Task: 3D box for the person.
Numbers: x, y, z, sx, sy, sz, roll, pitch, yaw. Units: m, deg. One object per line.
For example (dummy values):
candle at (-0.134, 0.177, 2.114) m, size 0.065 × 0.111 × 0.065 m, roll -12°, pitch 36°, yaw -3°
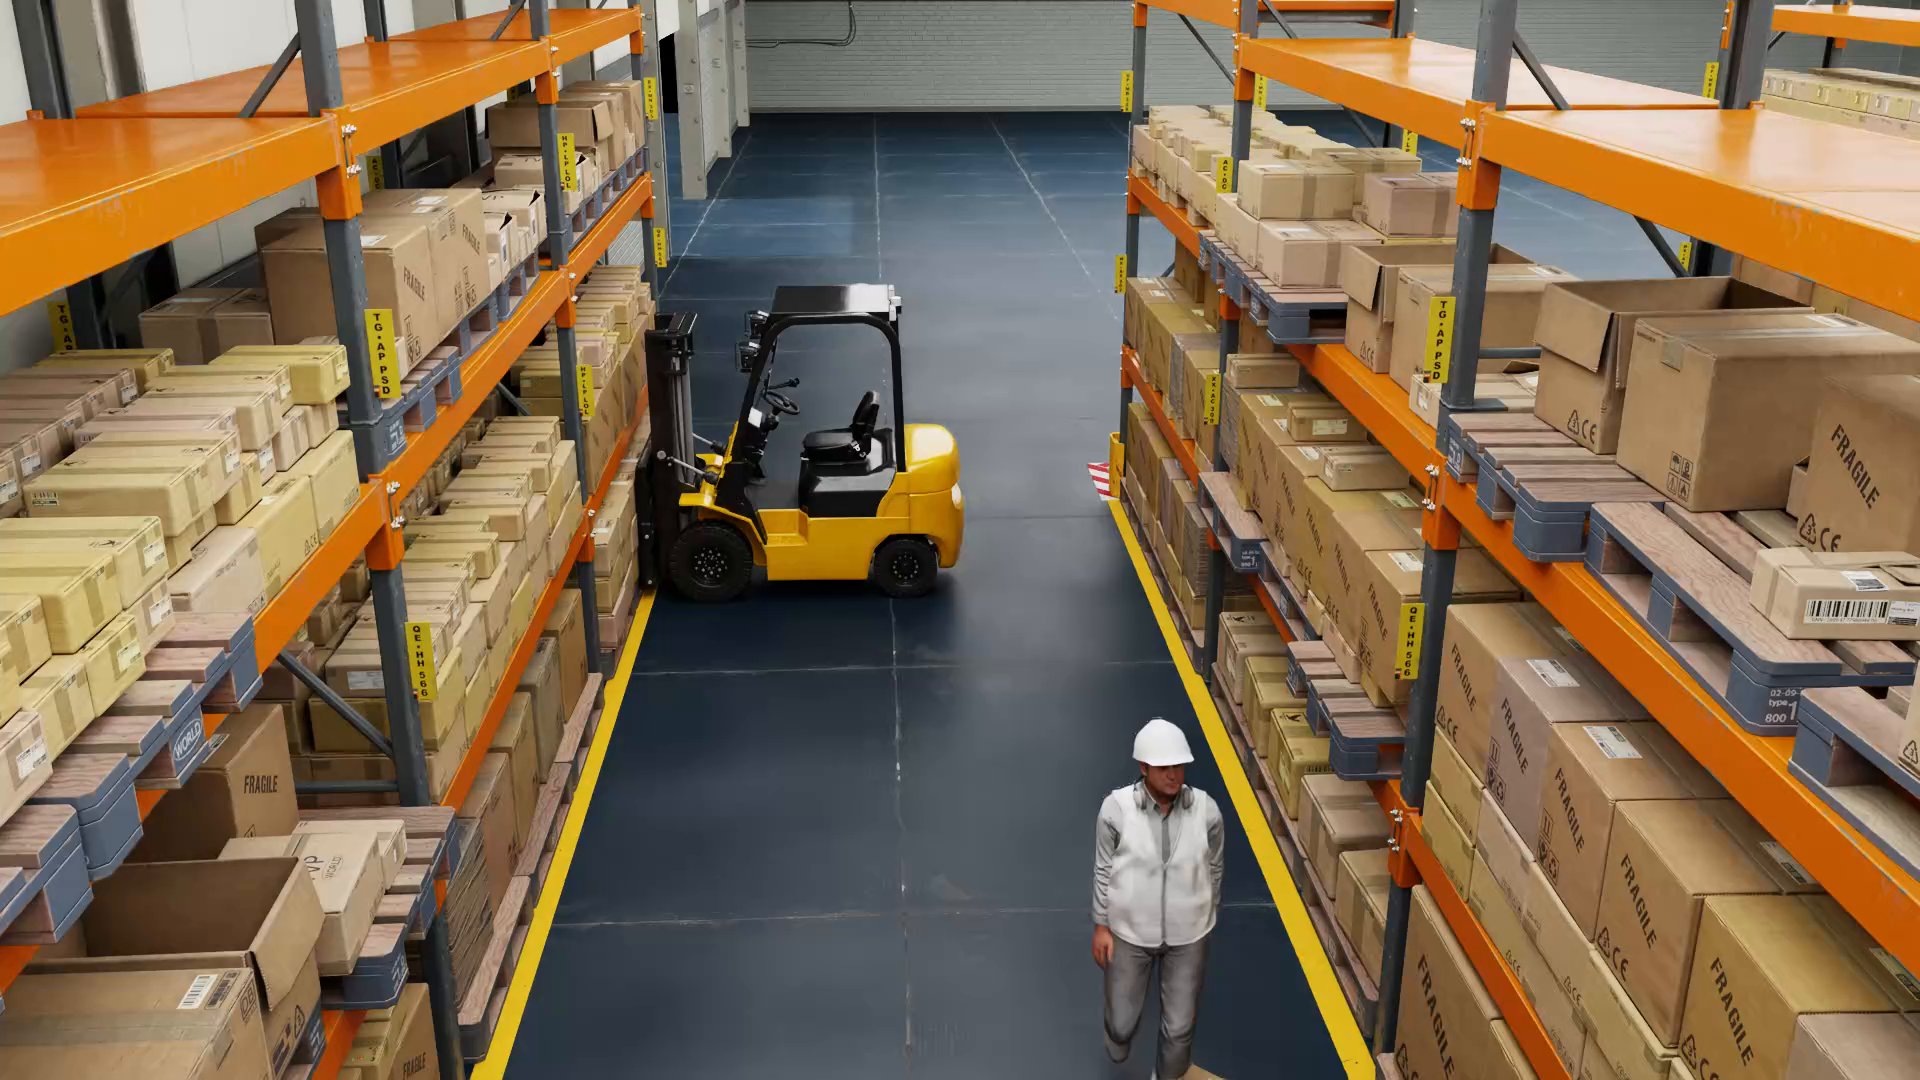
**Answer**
person at (0.804, 1.551, 6.783) m, size 0.534 × 1.753 × 0.641 m, roll 0°, pitch 20°, yaw 1°
